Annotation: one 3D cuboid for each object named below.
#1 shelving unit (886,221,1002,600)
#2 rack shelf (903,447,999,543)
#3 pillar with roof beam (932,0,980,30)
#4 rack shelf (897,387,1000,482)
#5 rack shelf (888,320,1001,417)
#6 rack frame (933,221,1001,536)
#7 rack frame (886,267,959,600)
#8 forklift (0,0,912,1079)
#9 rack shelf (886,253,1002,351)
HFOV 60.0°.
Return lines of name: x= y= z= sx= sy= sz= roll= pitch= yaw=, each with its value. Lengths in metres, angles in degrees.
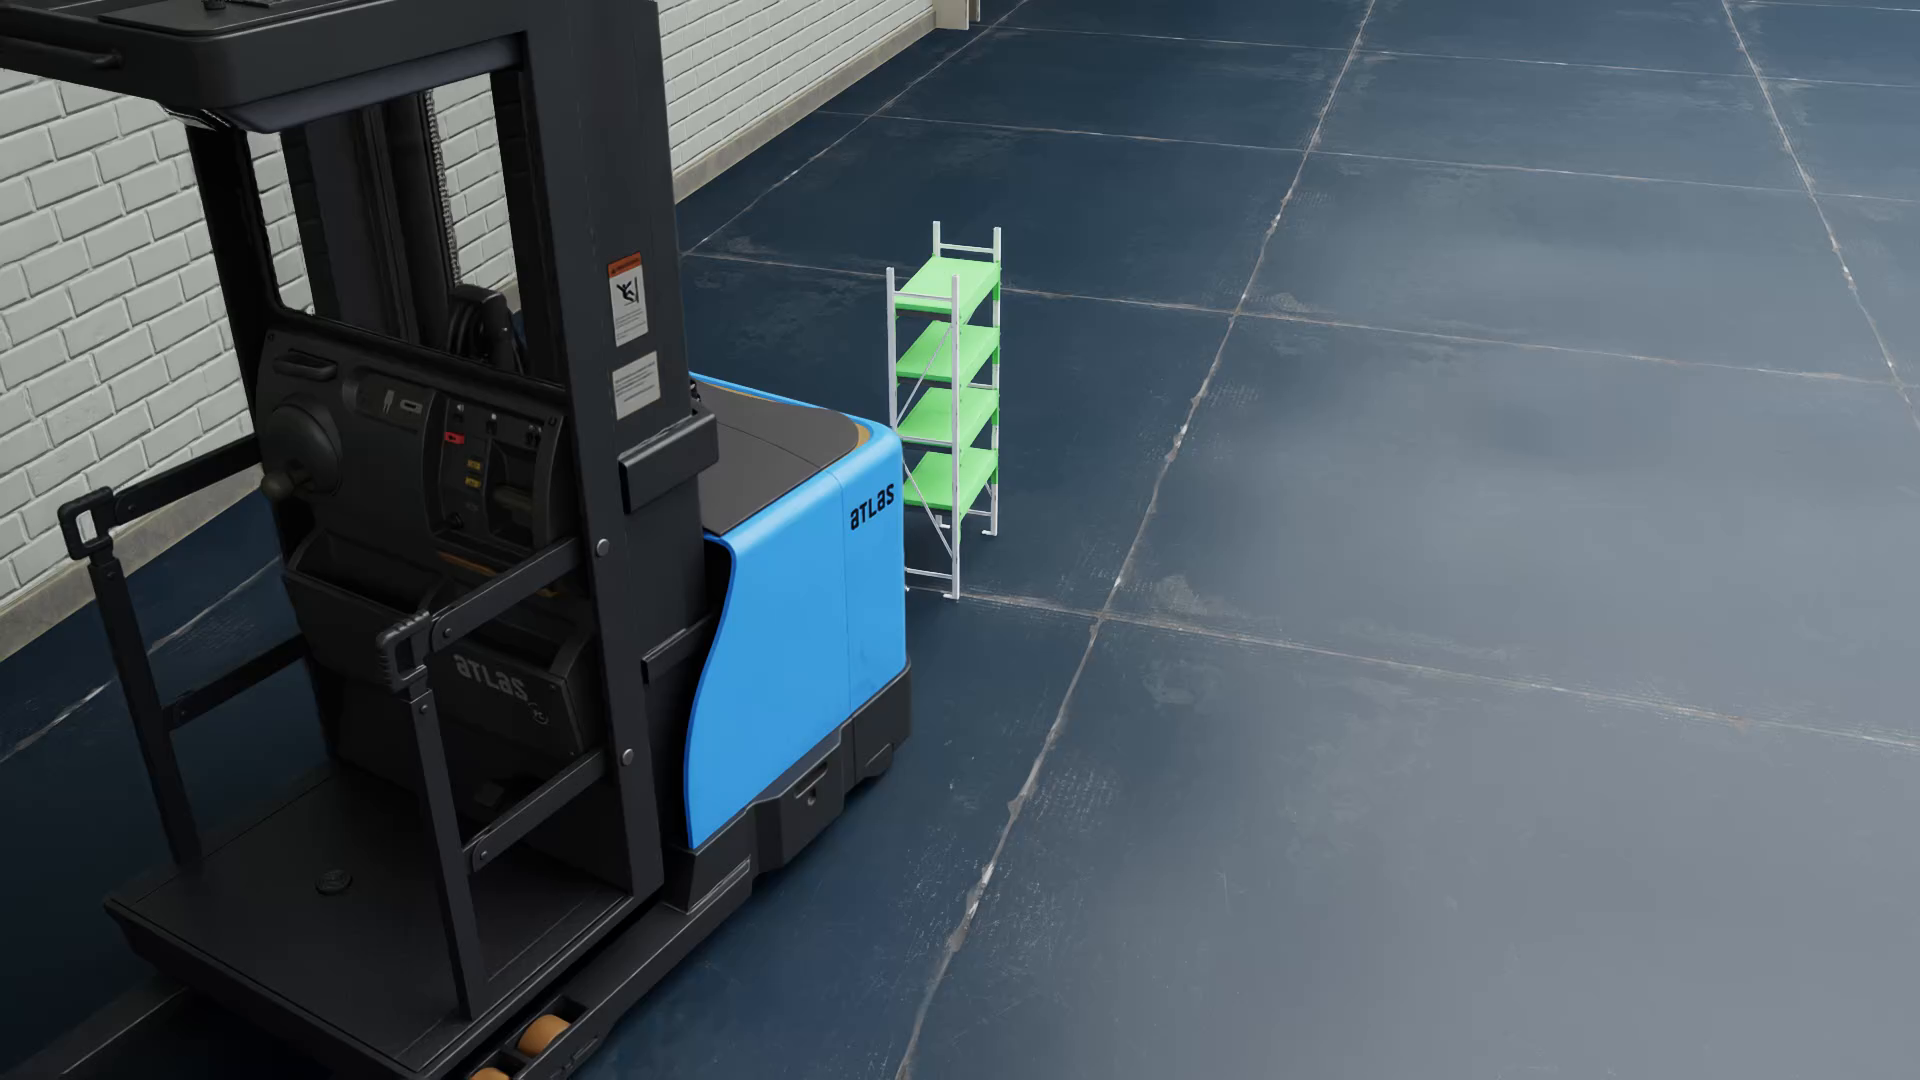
shelving unit: x=-0.049 y=-0.447 z=5.820 sx=0.258 sy=1.200 sz=0.503 roll=8 pitch=30 yaw=15
rack shelf: x=-0.049 y=-0.182 z=5.968 sx=0.258 sy=0.148 sz=0.480 roll=8 pitch=30 yaw=15
pillar with roof beam: x=4.082 y=-7.706 z=10.847 sx=9.100 sy=9.000 sz=0.400 roll=8 pitch=30 yaw=15
rack shelf: x=-0.049 y=-0.392 z=5.851 sx=0.258 sy=0.148 sz=0.480 roll=8 pitch=30 yaw=15
rack shelf: x=-0.049 y=-0.601 z=5.734 sx=0.258 sy=0.148 sz=0.480 roll=8 pitch=30 yaw=15
rack frame: x=0.023 y=-0.561 z=6.024 sx=0.240 sy=1.200 sz=0.015 roll=8 pitch=30 yaw=15
rack frame: x=-0.120 y=-0.334 z=5.616 sx=0.240 sy=1.200 sz=0.015 roll=8 pitch=30 yaw=15
forklift: x=-1.345 y=-0.168 z=3.537 sx=1.130 sy=2.935 sz=3.031 roll=17 pitch=33 yaw=27
rack shelf: x=-0.049 y=-0.811 z=5.618 sx=0.258 sy=0.148 sz=0.480 roll=8 pitch=30 yaw=15
